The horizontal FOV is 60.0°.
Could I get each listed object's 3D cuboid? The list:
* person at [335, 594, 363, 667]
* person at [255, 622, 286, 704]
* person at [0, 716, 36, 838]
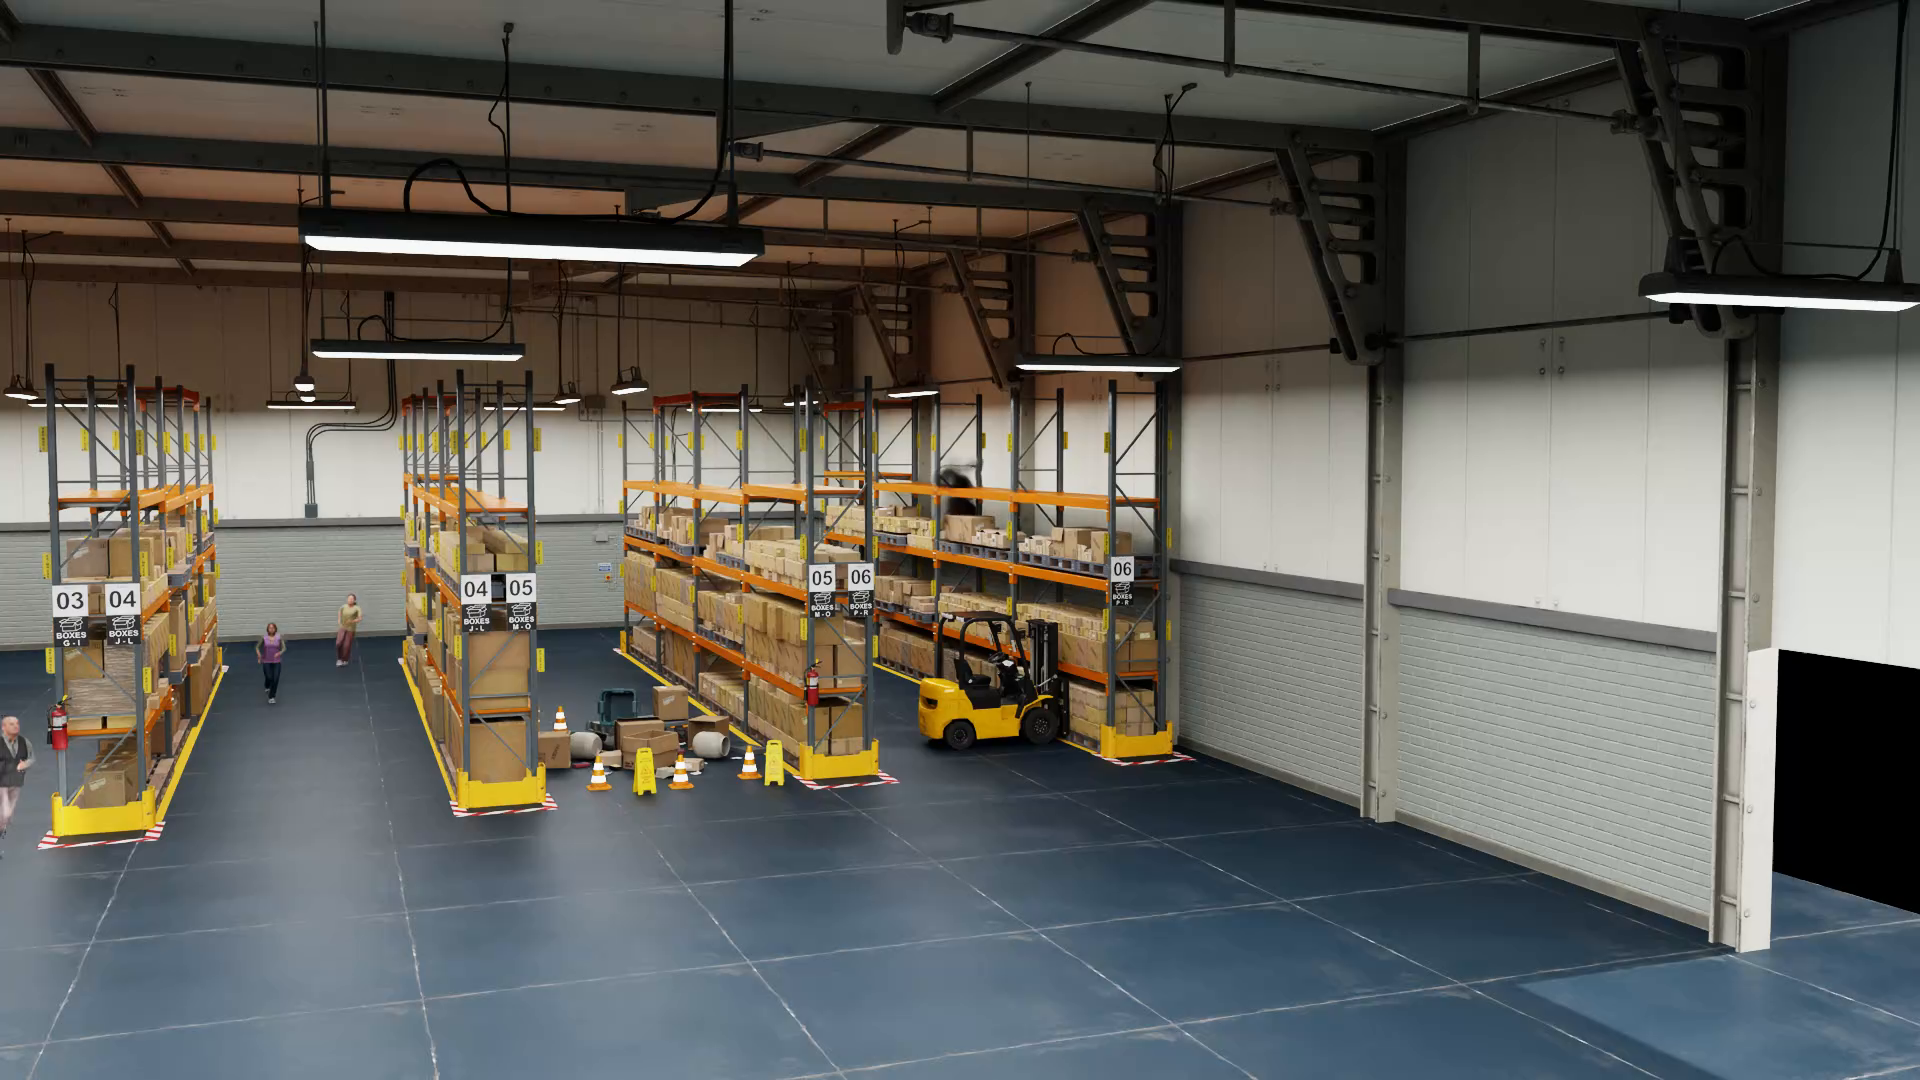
[{"bbox_3d":[-13.659,2.013,37.203,0.610,1.649,0.585,0,3,-3],"label":"person"},{"bbox_3d":[-13.218,2.370,31.922,0.545,1.534,0.544,-2,4,-29],"label":"person"},{"bbox_3d":[-11.501,2.997,20.042,0.660,1.749,0.642,2,4,27],"label":"person"}]
